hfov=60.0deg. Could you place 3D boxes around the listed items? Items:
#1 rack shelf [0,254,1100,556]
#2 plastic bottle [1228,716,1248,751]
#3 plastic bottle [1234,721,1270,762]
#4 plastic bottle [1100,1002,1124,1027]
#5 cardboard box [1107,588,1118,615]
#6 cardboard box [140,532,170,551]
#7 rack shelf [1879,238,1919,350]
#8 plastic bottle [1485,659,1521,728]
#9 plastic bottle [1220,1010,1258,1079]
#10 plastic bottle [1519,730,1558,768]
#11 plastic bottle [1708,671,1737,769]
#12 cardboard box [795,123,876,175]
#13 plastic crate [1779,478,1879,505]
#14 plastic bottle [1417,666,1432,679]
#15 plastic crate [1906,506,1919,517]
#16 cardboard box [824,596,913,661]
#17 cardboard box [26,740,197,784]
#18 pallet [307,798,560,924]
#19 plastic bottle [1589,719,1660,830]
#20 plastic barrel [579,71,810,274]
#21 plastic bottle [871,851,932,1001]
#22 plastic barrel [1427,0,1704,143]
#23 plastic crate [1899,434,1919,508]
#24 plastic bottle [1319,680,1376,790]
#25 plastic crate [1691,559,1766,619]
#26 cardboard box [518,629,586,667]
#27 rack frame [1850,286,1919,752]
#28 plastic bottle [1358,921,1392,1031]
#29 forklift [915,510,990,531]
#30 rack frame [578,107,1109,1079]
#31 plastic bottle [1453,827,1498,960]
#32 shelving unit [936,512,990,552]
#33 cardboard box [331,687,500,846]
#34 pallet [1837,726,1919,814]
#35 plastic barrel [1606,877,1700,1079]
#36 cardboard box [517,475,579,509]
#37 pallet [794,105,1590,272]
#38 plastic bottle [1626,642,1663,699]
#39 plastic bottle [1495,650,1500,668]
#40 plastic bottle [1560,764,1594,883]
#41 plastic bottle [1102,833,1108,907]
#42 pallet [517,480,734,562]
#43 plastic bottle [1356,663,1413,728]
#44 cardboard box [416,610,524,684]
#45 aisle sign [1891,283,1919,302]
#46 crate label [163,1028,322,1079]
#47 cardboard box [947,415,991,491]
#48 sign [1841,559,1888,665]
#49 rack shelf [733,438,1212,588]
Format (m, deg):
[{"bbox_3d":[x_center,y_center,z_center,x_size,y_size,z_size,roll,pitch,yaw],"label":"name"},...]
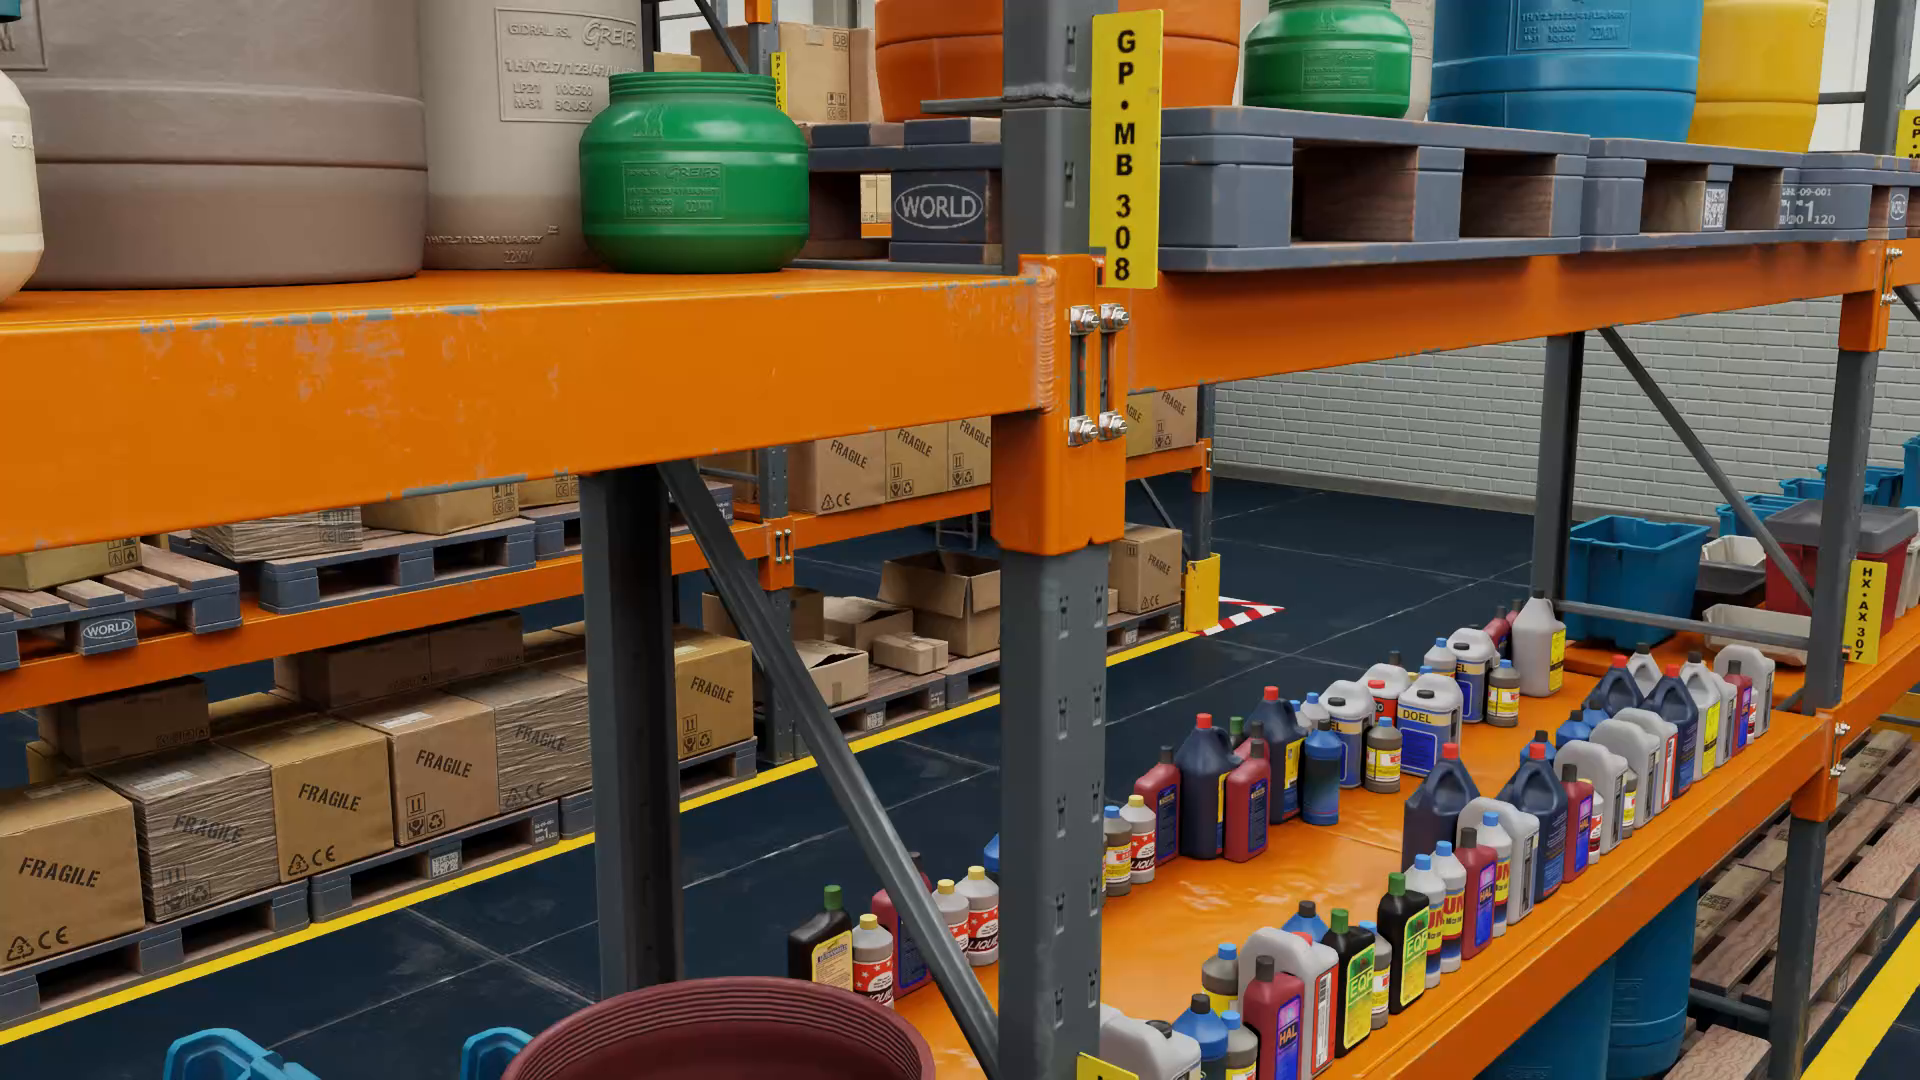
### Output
[{"bbox_3d":[-1.538,0.055,0.954,1.077,0.370,4.000,10,15,40],"label":"rack shelf"},{"bbox_3d":[0.693,0.607,4.313,0.061,0.283,0.133,10,15,40],"label":"plastic bottle"},{"bbox_3d":[0.739,0.615,4.273,0.061,0.283,0.133,10,15,40],"label":"plastic bottle"},{"bbox_3d":[0.196,0.899,2.871,0.152,0.276,0.135,10,15,40],"label":"plastic bottle"},{"bbox_3d":[0.836,0.395,11.187,0.380,0.166,0.250,10,15,40],"label":"cardboard box"},{"bbox_3d":[-5.351,-0.030,11.617,0.750,0.750,0.750,10,15,41],"label":"cardboard box"},{"bbox_3d":[3.743,-1.122,6.847,1.077,0.370,4.000,10,15,40],"label":"rack shelf"},{"bbox_3d":[1.695,0.474,5.186,0.097,0.201,0.097,0,11,0],"label":"plastic bottle"},{"bbox_3d":[0.472,0.927,2.919,0.097,0.201,0.097,0,11,0],"label":"plastic bottle"},{"bbox_3d":[1.483,0.622,4.267,0.097,0.271,0.097,0,11,0],"label":"plastic bottle"},{"bbox_3d":[2.164,0.505,4.841,0.152,0.276,0.135,10,15,40],"label":"plastic bottle"},{"bbox_3d":[-0.788,-2.032,8.676,0.500,0.250,0.500,10,15,40],"label":"cardboard box"},{"bbox_3d":[4.218,-0.155,8.101,0.416,0.233,0.300,10,15,40],"label":"plastic crate"},{"bbox_3d":[1.428,0.489,5.114,0.097,0.201,0.097,0,11,0],"label":"plastic bottle"},{"bbox_3d":[4.661,-0.055,7.846,0.396,0.136,0.243,10,15,40],"label":"plastic crate"},{"bbox_3d":[-0.638,0.522,10.183,0.500,0.311,0.500,10,15,40],"label":"cardboard box"},{"bbox_3d":[-3.495,1.080,6.903,0.500,0.500,0.500,11,15,43],"label":"cardboard box"},{"bbox_3d":[-2.610,1.322,7.553,1.003,0.211,1.213,10,15,40],"label":"pallet"},{"bbox_3d":[1.742,0.599,4.370,0.152,0.276,0.135,10,15,40],"label":"plastic bottle"},{"bbox_3d":[-0.343,-0.473,2.157,0.294,0.245,0.294,0,11,0],"label":"plastic barrel"},{"bbox_3d":[-0.119,0.788,3.406,0.061,0.283,0.133,10,15,40],"label":"plastic bottle"},{"bbox_3d":[1.411,-1.361,3.857,0.600,0.901,0.708,10,15,40],"label":"plastic barrel"},{"bbox_3d":[4.982,-0.271,8.167,0.616,0.435,0.499,10,15,40],"label":"plastic crate"},{"bbox_3d":[1.066,0.541,4.662,0.152,0.276,0.135,10,15,40],"label":"plastic bottle"},{"bbox_3d":[2.960,0.197,6.617,0.437,0.125,0.590,10,15,40],"label":"plastic crate"},{"bbox_3d":[-2.142,0.779,8.410,0.500,0.500,0.500,10,15,41],"label":"cardboard box"},{"bbox_3d":[5.063,-0.298,8.544,1.000,3.000,0.127,10,15,40],"label":"rack frame"},{"bbox_3d":[0.801,0.854,3.287,0.097,0.201,0.097,0,11,0],"label":"plastic bottle"},{"bbox_3d":[0.461,-1.750,15.990,1.130,2.935,3.031,3,12,15],"label":"forklift"},{"bbox_3d":[-0.218,0.879,2.651,1.000,3.000,0.127,10,15,40],"label":"rack frame"},{"bbox_3d":[1.108,0.750,3.593,0.061,0.283,0.133,10,15,40],"label":"plastic bottle"},{"bbox_3d":[0.090,-0.992,14.315,0.431,2.100,0.503,6,13,29],"label":"shelving unit"},{"bbox_3d":[-2.404,0.990,7.355,0.500,0.500,0.500,9,14,38],"label":"cardboard box"},{"bbox_3d":[4.489,1.186,8.235,1.003,0.211,1.213,10,15,40],"label":"pallet"},{"bbox_3d":[2.051,1.192,5.372,0.600,0.901,0.708,10,15,40],"label":"plastic barrel"},{"bbox_3d":[-2.183,-0.455,8.004,0.500,0.500,0.700,-9,15,-39],"label":"cardboard box"},{"bbox_3d":[0.360,-0.599,2.876,1.003,0.211,1.213,10,15,40],"label":"pallet"},{"bbox_3d":[1.953,0.474,4.807,0.144,0.351,0.185,10,15,40],"label":"plastic bottle"},{"bbox_3d":[1.709,0.426,5.428,0.097,0.201,0.097,0,11,0],"label":"plastic bottle"},{"bbox_3d":[1.471,0.669,3.999,0.061,0.283,0.133,10,15,40],"label":"plastic bottle"},{"bbox_3d":[0.292,0.742,3.846,0.097,0.201,0.097,0,11,0],"label":"plastic bottle"},{"bbox_3d":[-1.905,-0.153,8.307,1.003,0.211,1.213,10,15,40],"label":"pallet"},{"bbox_3d":[1.220,0.507,4.833,0.152,0.276,0.135,10,15,40],"label":"plastic bottle"},{"bbox_3d":[-2.458,0.479,8.000,0.500,0.250,0.500,10,15,40],"label":"cardboard box"},{"bbox_3d":[4.887,-1.622,8.534,0.394,0.787,0.004,10,15,40],"label":"aisle sign"},{"bbox_3d":[-1.077,0.973,2.091,0.502,0.435,0.616,10,15,40],"label":"crate label"},{"bbox_3d":[-0.087,-0.588,9.742,0.500,0.500,0.500,10,15,40],"label":"cardboard box"},{"bbox_3d":[2.834,0.226,5.213,0.100,0.325,0.005,10,15,40],"label":"sign"},{"bbox_3d":[0.024,-0.292,10.350,1.077,0.370,4.000,10,15,40],"label":"rack shelf"}]
